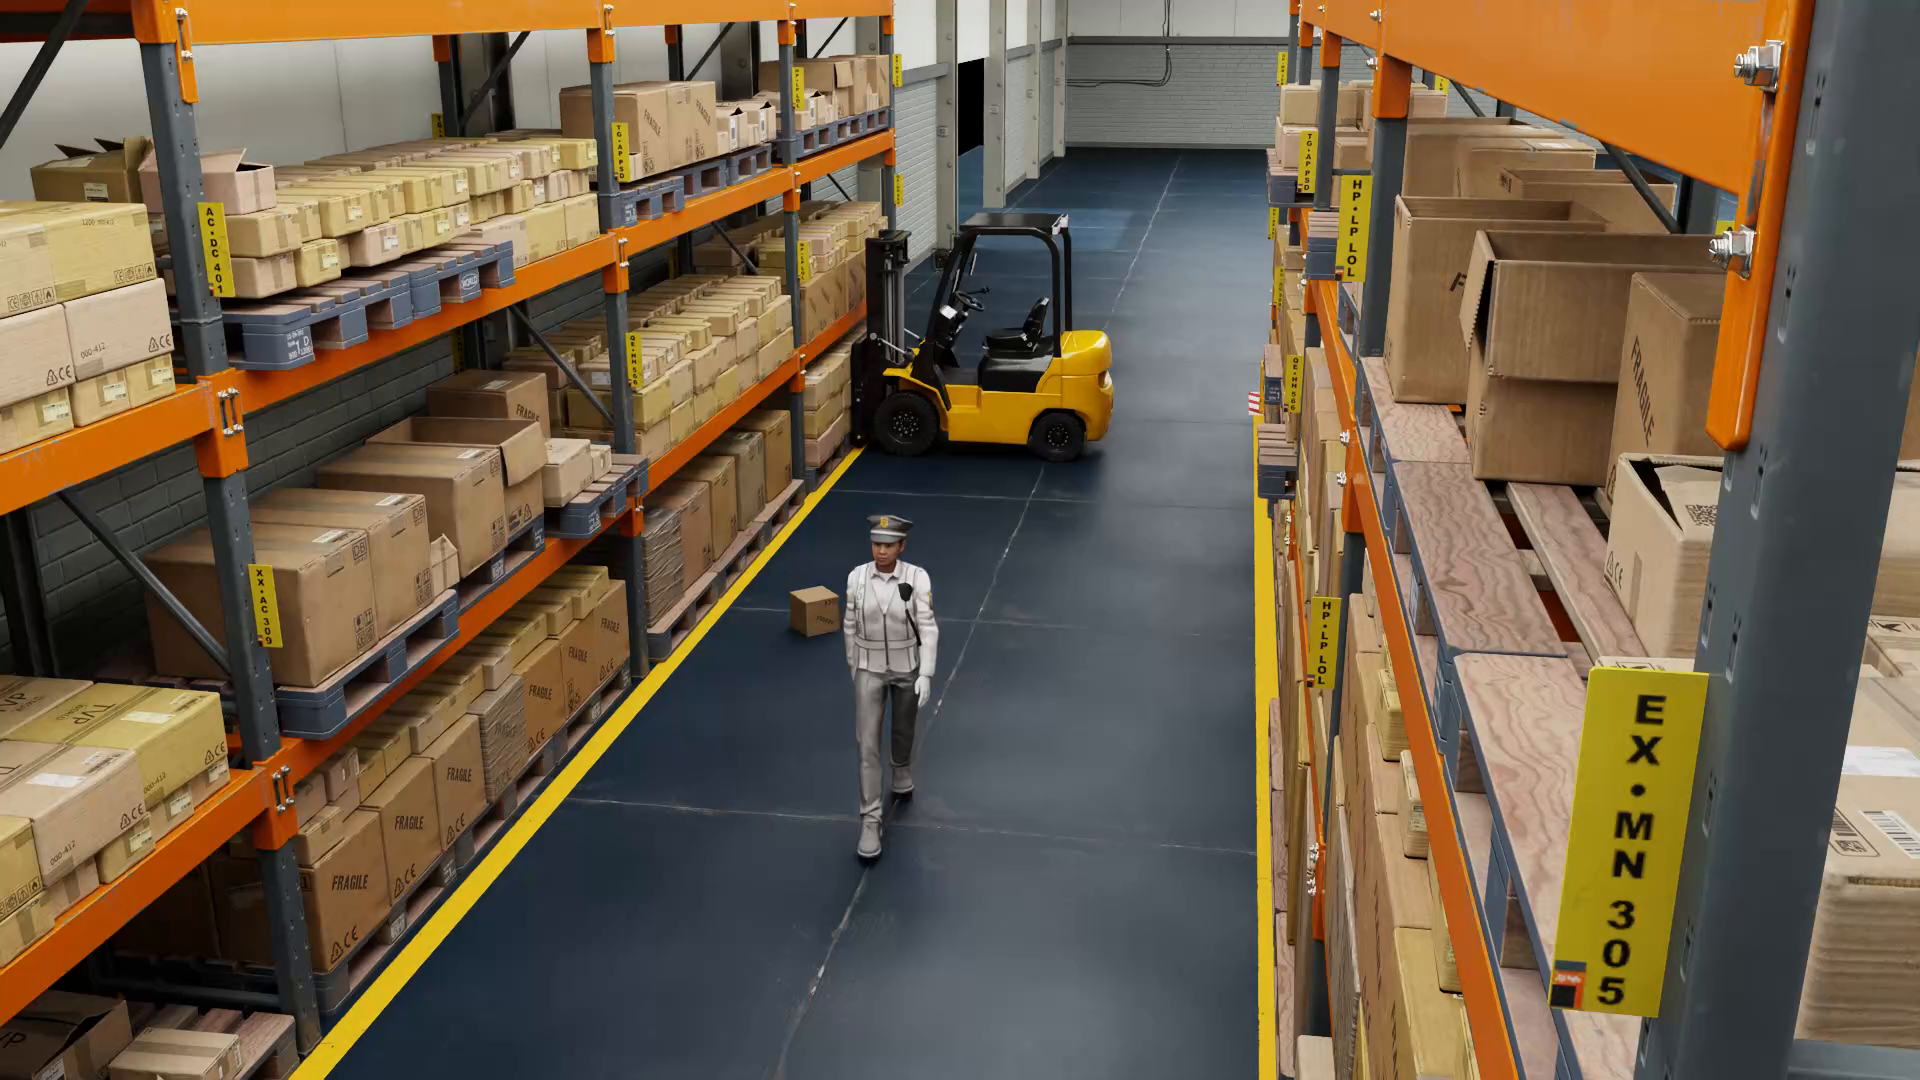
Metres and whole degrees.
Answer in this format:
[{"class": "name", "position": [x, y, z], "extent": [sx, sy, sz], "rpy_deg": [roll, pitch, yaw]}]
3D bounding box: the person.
[{"class": "person", "position": [-0.353, 0.663, 8.420], "extent": [0.494, 1.631, 0.989], "rpy_deg": [0, 18, 0]}]
